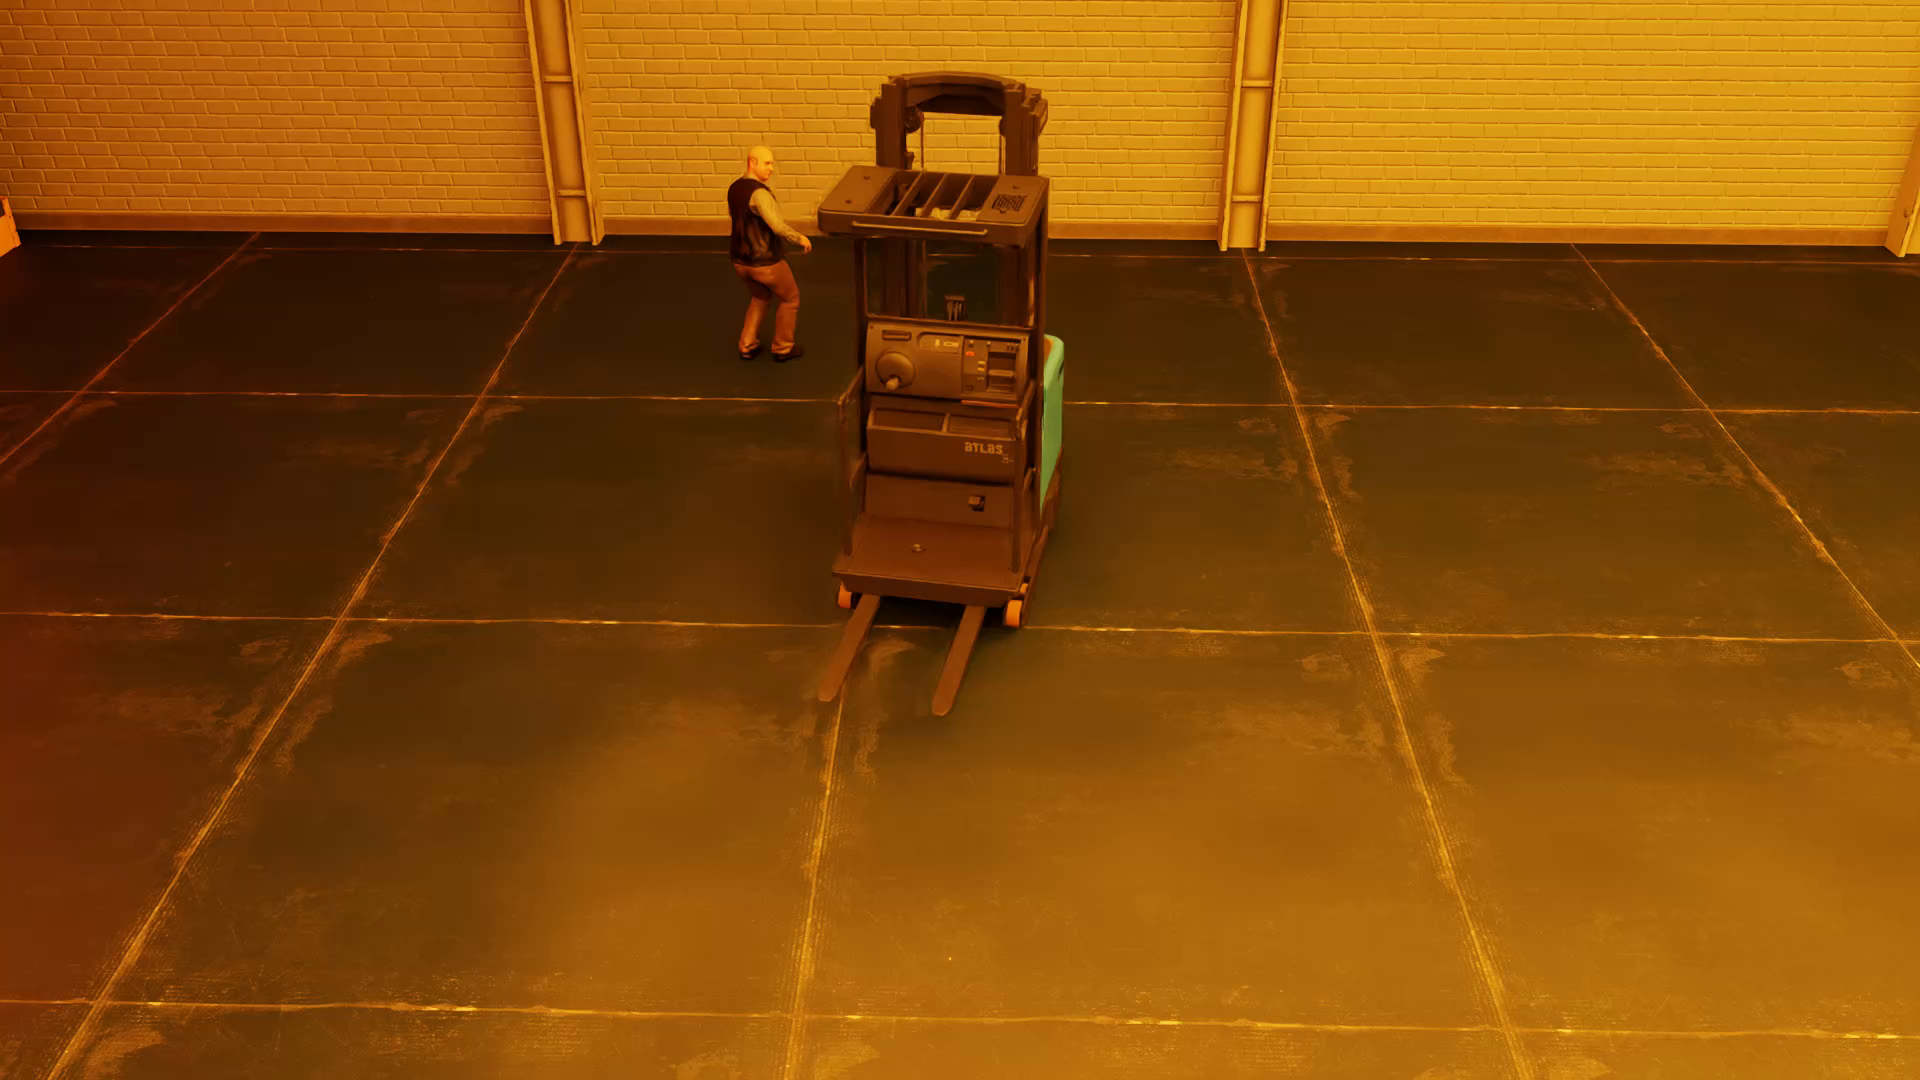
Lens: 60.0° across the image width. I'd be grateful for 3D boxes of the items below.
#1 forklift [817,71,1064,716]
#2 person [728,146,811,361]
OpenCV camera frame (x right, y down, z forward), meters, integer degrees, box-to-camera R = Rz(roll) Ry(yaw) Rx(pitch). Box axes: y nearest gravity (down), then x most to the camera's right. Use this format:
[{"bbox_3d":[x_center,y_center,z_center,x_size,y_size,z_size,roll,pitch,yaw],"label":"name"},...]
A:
[{"bbox_3d":[-0.115,-0.958,9.239,1.130,2.935,3.031,6,31,10],"label":"forklift"},{"bbox_3d":[-1.454,-2.140,12.531,0.764,1.679,0.602,27,40,37],"label":"person"}]
